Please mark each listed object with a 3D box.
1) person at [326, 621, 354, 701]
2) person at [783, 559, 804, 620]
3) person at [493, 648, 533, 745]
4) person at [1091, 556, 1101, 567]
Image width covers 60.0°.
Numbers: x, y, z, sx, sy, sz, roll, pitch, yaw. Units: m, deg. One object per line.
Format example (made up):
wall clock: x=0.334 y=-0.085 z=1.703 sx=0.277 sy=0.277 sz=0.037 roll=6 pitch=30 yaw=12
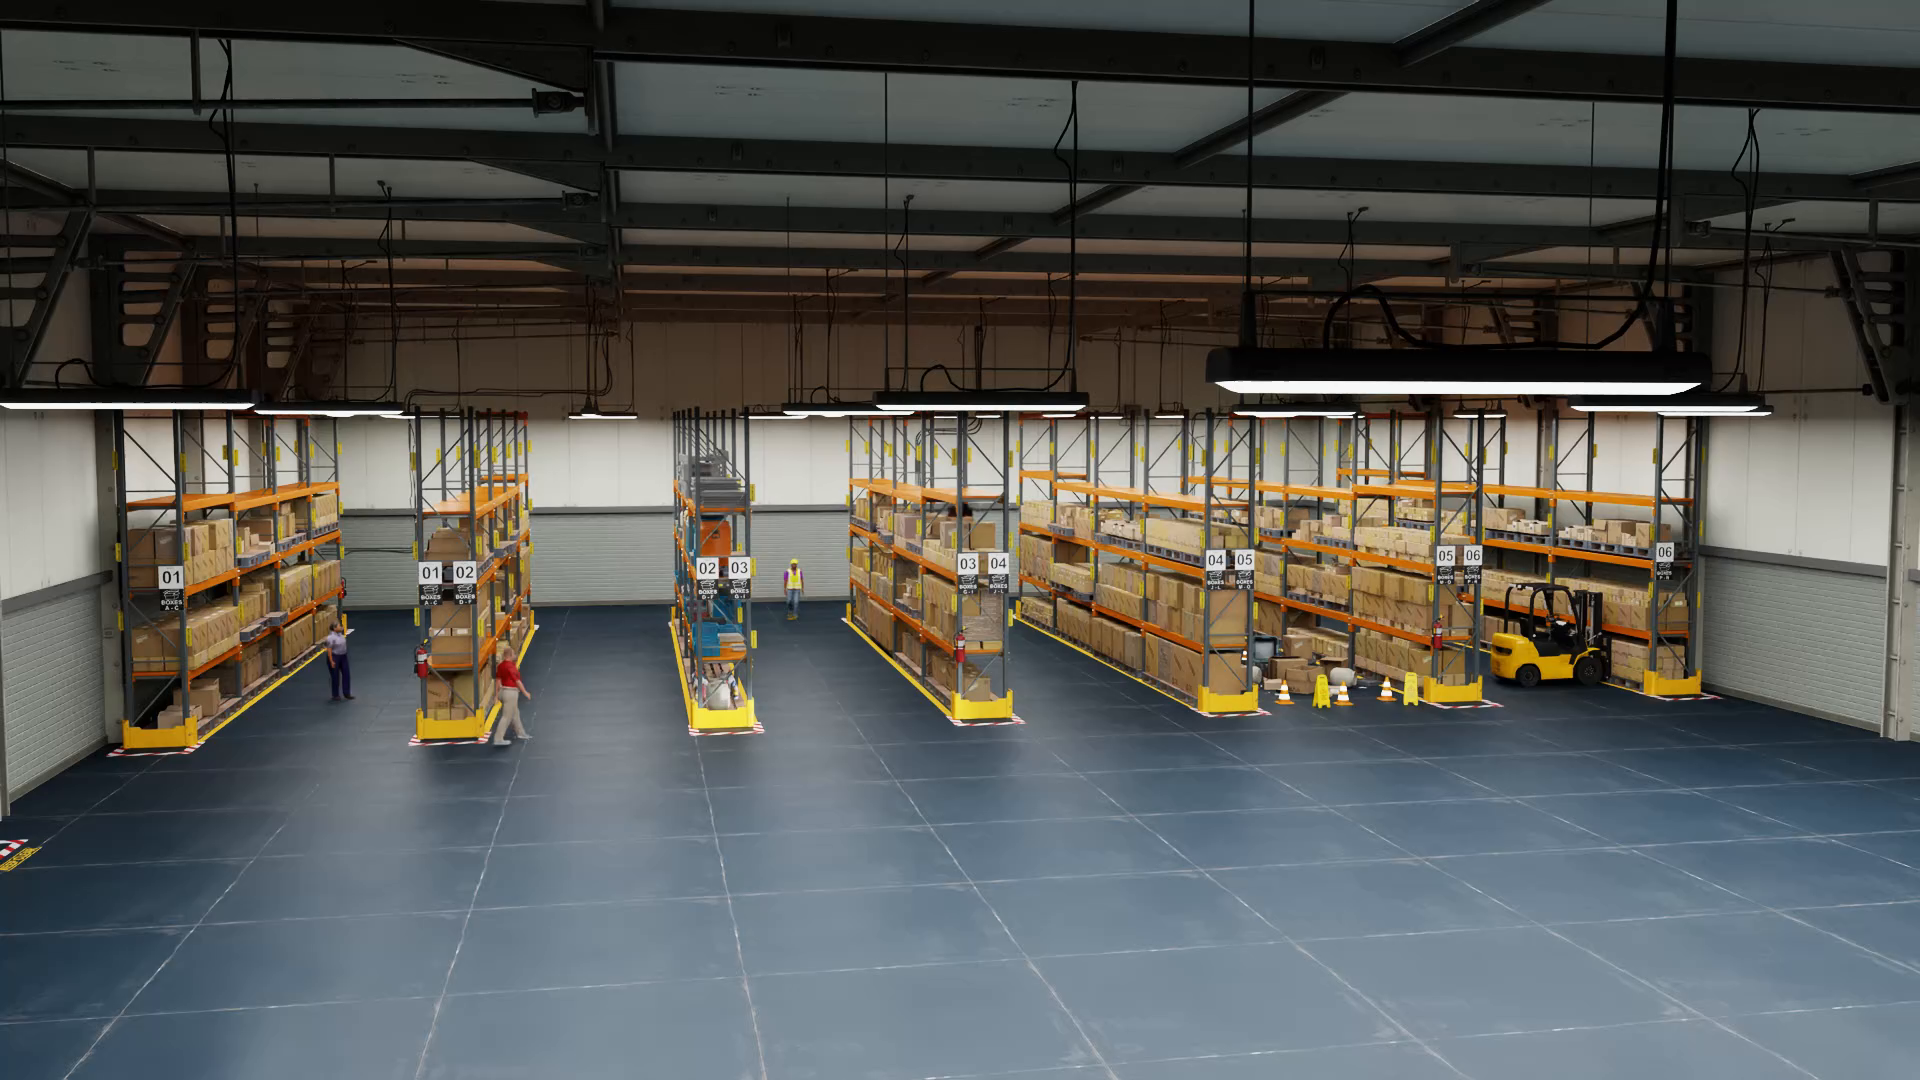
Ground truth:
person: x=-12.807 y=2.479 z=34.234 sx=0.388 sy=1.645 sz=0.545 roll=3 pitch=5 yaw=32
person: x=-4.822 y=1.433 z=48.162 sx=0.581 sy=1.759 sz=0.649 roll=0 pitch=4 yaw=-5
person: x=-7.918 y=2.759 z=29.523 sx=0.563 sy=1.700 sz=0.904 roll=4 pitch=6 yaw=44
person: x=4.139 y=1.293 z=50.619 sx=0.471 sy=1.669 sz=0.551 roll=-1 pitch=4 yaw=-10
